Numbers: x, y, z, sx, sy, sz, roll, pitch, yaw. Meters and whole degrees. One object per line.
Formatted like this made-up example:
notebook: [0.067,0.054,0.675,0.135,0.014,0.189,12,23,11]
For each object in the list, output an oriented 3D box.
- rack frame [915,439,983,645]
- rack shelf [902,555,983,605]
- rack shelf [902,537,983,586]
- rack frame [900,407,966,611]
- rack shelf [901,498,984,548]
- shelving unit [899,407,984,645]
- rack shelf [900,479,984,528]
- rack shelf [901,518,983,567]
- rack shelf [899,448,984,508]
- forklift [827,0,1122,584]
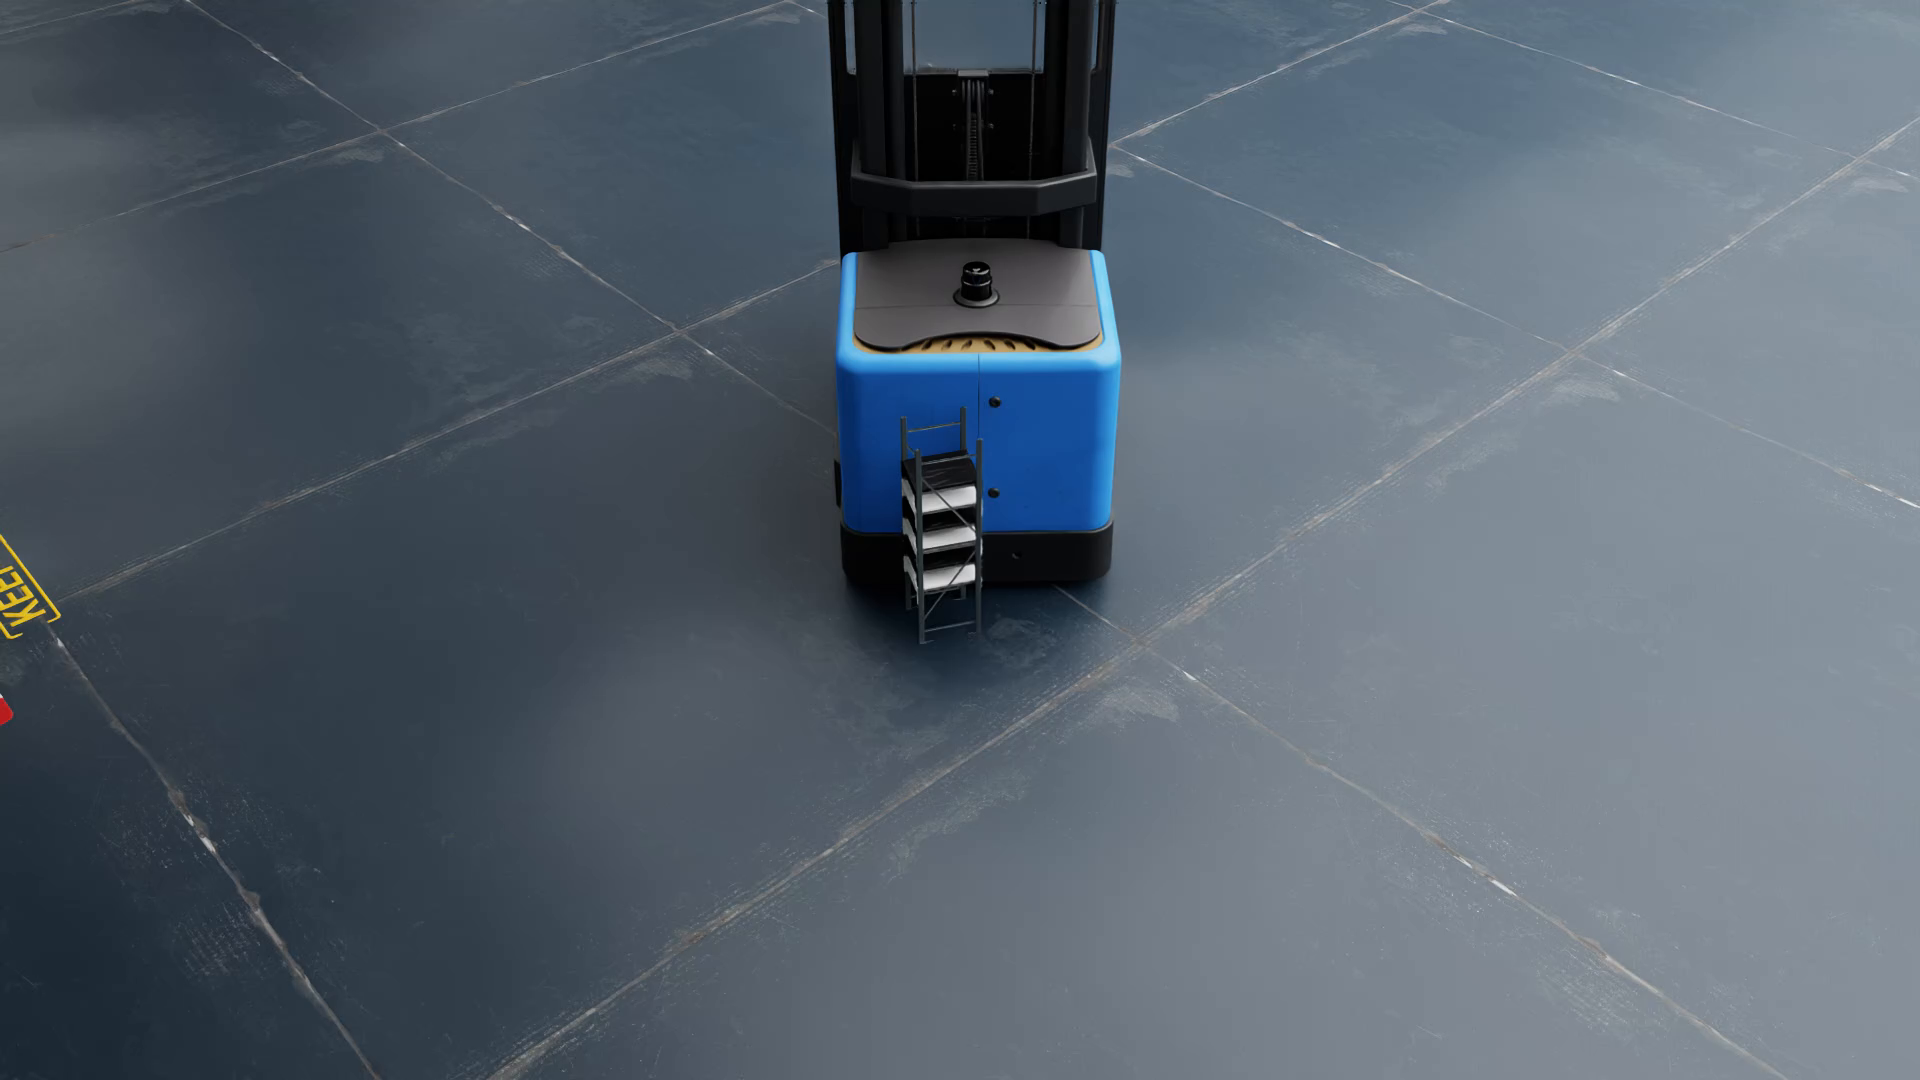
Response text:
rack frame: [-0.038,0.022,6.006,0.240,0.900,0.006,-10,40,-12]
rack shelf: [-0.066,0.127,6.216,0.258,0.077,0.200,-10,40,-12]
rack shelf: [-0.066,0.057,6.159,0.258,0.077,0.200,-10,40,-12]
rack frame: [-0.093,-0.100,6.158,0.240,0.900,0.006,-10,40,-12]
rack shelf: [-0.066,-0.083,6.046,0.258,0.077,0.200,-10,40,-12]
shelving unit: [-0.066,-0.039,6.082,0.258,0.900,0.210,-10,40,-12]
rack shelf: [-0.066,-0.153,5.990,0.258,0.077,0.200,-10,40,-12]
rack shelf: [-0.066,-0.013,6.103,0.258,0.077,0.200,-10,40,-12]
rack shelf: [-0.066,-0.223,5.933,0.258,0.077,0.200,-10,40,-12]
forklift: [0.039,-1.872,6.735,1.130,2.935,3.031,-1,39,-1]
